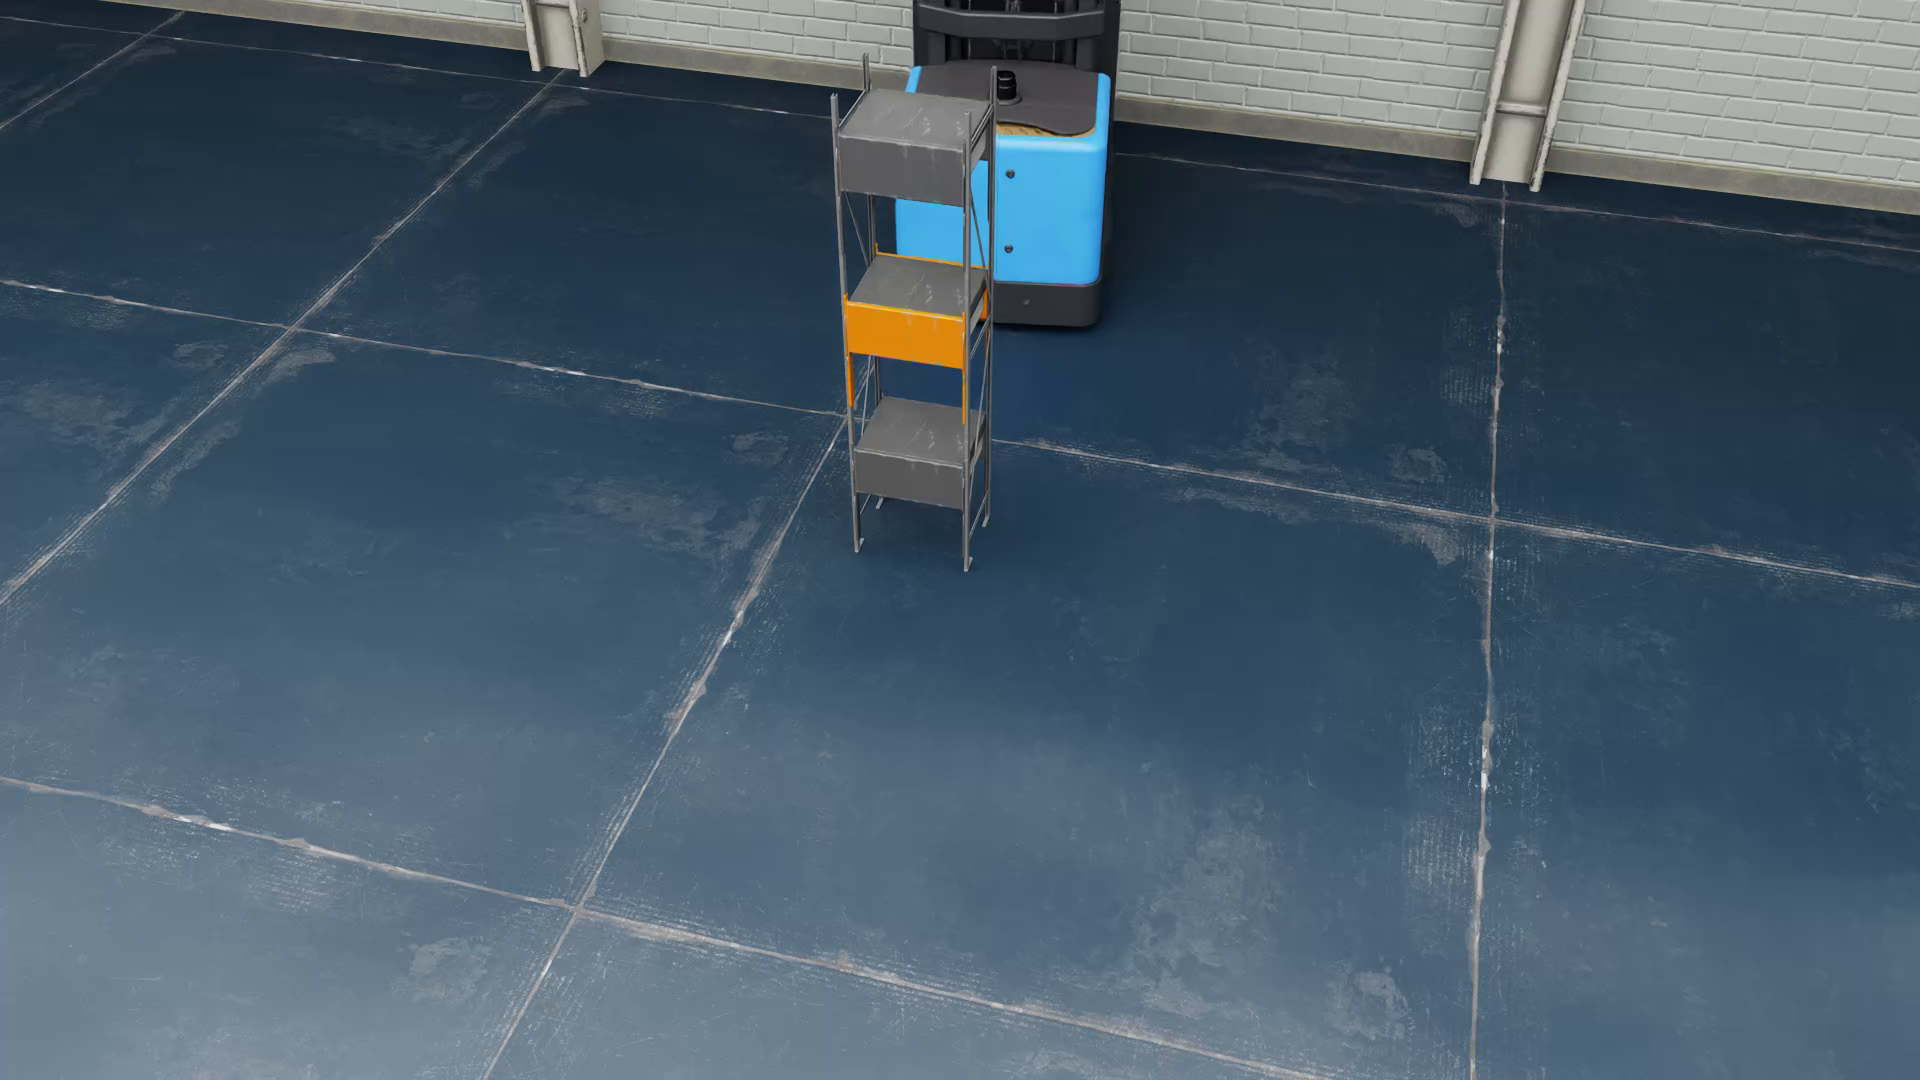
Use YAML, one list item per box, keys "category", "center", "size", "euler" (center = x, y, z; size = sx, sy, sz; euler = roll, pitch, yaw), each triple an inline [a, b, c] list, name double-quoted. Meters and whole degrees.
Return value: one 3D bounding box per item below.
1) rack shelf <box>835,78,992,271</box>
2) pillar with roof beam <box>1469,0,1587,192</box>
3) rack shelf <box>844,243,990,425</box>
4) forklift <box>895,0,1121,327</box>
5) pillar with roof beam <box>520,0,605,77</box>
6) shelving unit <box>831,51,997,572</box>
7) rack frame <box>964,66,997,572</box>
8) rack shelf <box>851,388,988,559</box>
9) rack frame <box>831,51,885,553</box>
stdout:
- category: "rack shelf"
  center: [-0.160, -1.357, 6.166]
  size: [0.480, 0.518, 0.431]
  euler: [10, 41, 11]
- category: "pillar with roof beam"
  center: [2.101, -2.922, 3.732]
  size: [0.400, 9.000, 9.100]
  euler: [10, 41, 11]
- category: "rack shelf"
  center: [-0.160, -0.821, 6.616]
  size: [0.480, 0.518, 0.431]
  euler: [10, 41, 11]
- category: "forklift"
  center: [0.318, -3.141, 8.711]
  size: [1.130, 2.935, 3.031]
  euler: [3, 40, 4]
- category: "pillar with roof beam"
  center: [-3.695, -3.919, 4.920]
  size: [0.400, 9.000, 9.100]
  euler: [10, 41, 11]
- category: "shelving unit"
  center: [-0.160, -0.832, 6.608]
  size: [0.503, 2.100, 0.431]
  euler: [10, 41, 11]
- category: "rack frame"
  center: [0.076, -0.791, 6.559]
  size: [0.015, 2.100, 0.400]
  euler: [10, 41, 11]
- category: "rack shelf"
  center: [-0.160, -0.285, 7.066]
  size: [0.480, 0.518, 0.431]
  euler: [10, 41, 11]
- category: "rack frame"
  center: [-0.396, -0.872, 6.656]
  size: [0.015, 2.100, 0.400]
  euler: [10, 41, 11]
